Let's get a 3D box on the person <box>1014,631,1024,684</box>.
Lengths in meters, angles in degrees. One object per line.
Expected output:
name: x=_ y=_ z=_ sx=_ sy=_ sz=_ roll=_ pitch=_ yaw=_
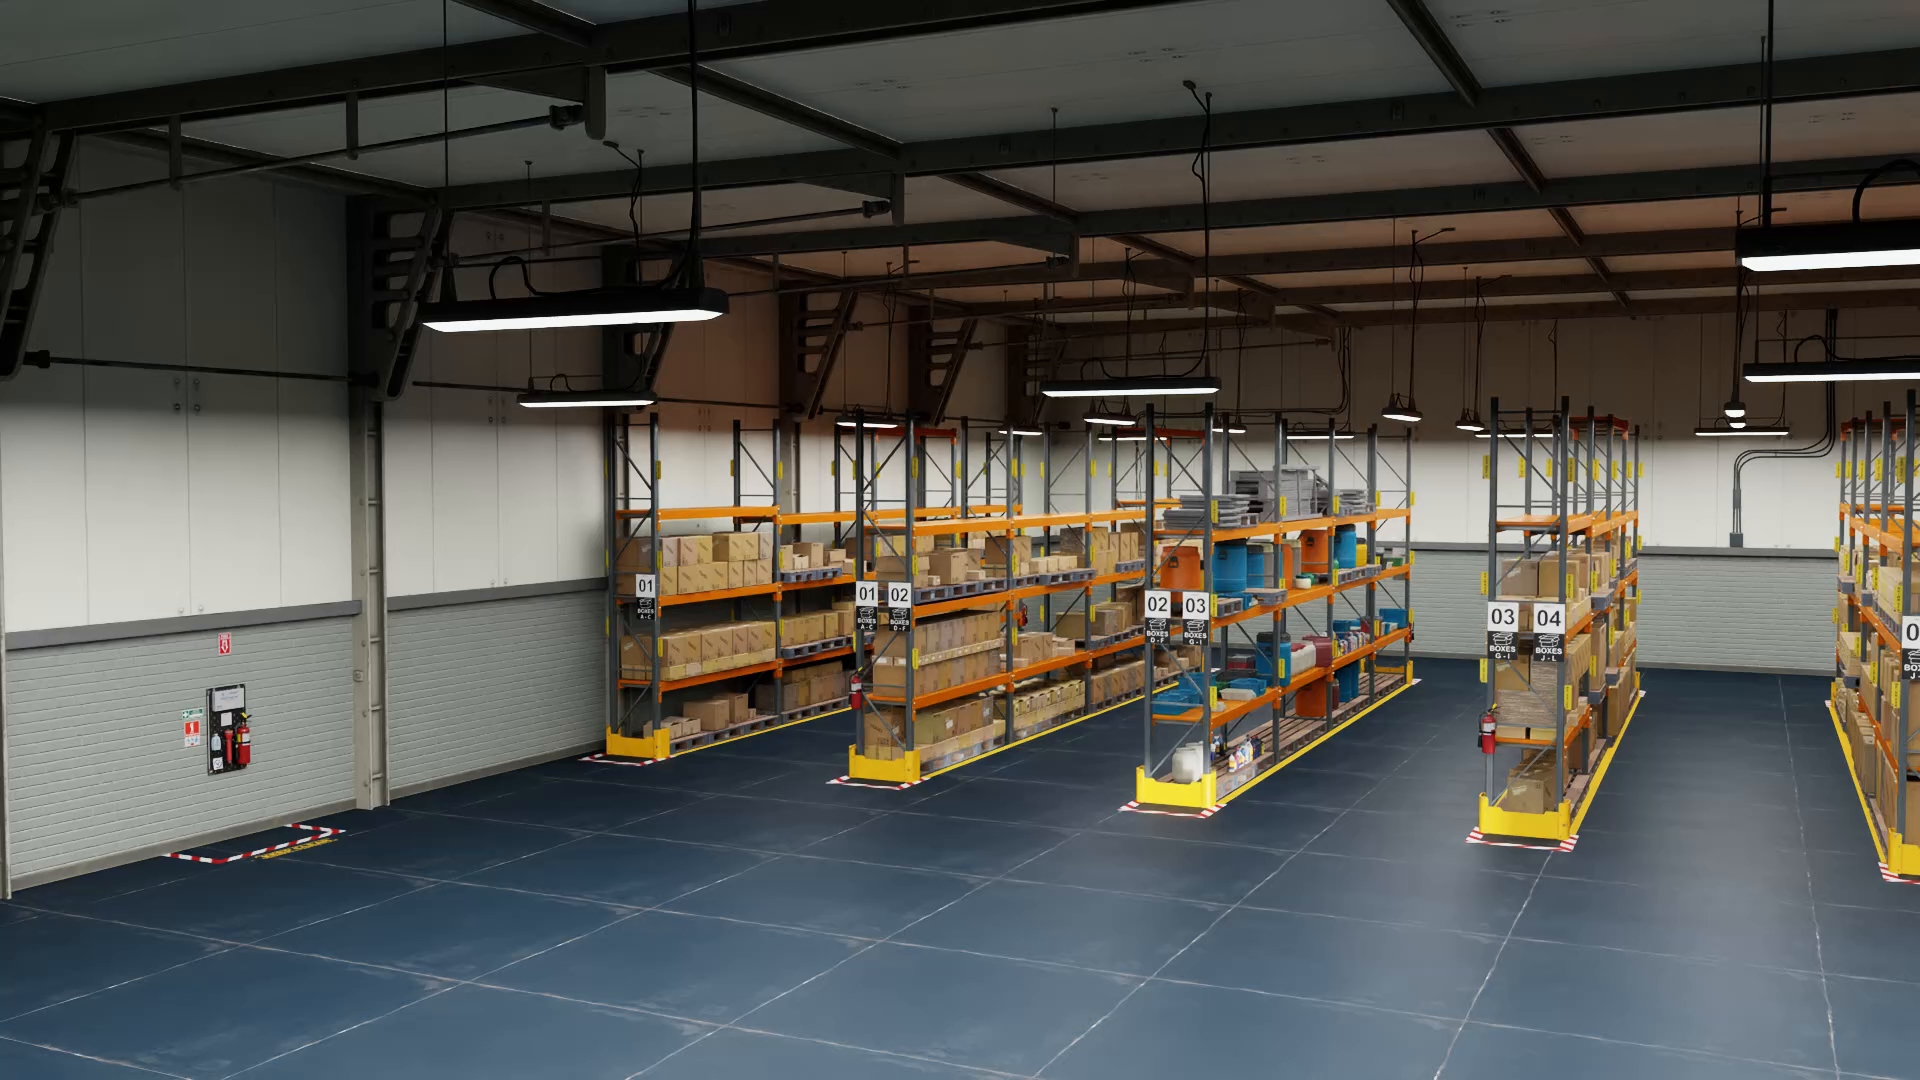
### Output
person: x=1.232 y=2.733 z=35.561 sx=0.577 sy=1.563 sz=0.721 roll=1 pitch=3 yaw=27

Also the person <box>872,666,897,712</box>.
person: x=-1.432 y=2.783 z=31.563 sx=0.617 sy=1.770 sz=0.571 roll=2 pitch=3 yaw=37
